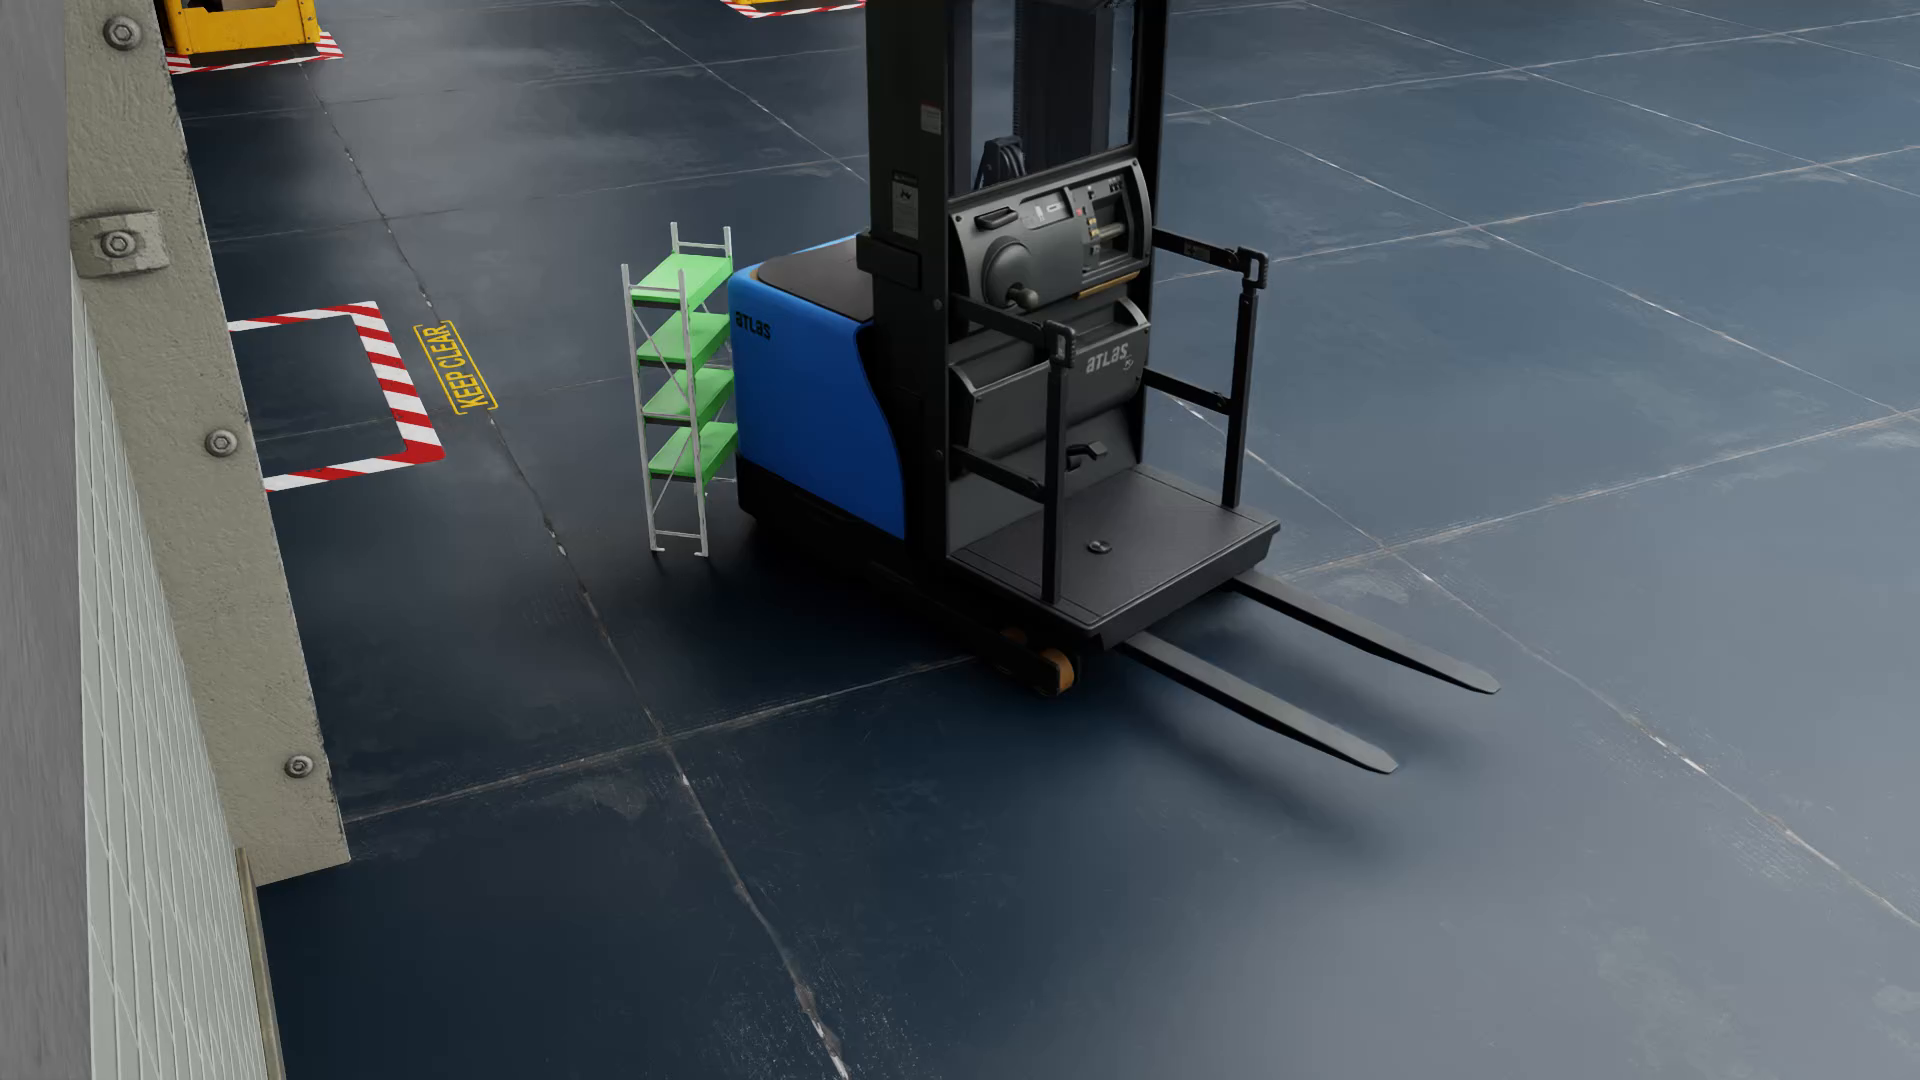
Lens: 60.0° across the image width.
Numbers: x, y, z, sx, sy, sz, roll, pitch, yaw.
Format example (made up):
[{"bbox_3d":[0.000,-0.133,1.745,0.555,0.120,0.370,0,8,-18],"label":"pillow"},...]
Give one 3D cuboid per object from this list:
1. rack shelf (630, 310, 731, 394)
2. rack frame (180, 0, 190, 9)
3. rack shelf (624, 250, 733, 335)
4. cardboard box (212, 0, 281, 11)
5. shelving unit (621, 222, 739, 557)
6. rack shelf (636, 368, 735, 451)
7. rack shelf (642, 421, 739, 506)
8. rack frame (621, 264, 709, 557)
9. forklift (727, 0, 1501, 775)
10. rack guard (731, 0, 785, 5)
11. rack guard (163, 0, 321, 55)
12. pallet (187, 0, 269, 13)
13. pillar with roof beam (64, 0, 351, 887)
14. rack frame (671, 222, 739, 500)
[{"bbox_3d":[-1.069,-0.743,6.489,0.258,0.148,0.480,6,30,11],"label":"rack shelf"},{"bbox_3d":[-6.134,-5.568,13.612,1.000,3.000,0.127,-13,32,-22],"label":"rack frame"},{"bbox_3d":[-1.069,-0.953,6.371,0.258,0.148,0.480,6,30,11],"label":"rack shelf"},{"bbox_3d":[-6.350,-4.911,14.741,0.500,0.311,0.500,-17,33,-28],"label":"cardboard box"},{"bbox_3d":[-1.069,-0.590,6.575,0.258,1.200,0.503,6,30,11],"label":"shelving unit"},{"bbox_3d":[-1.069,-0.534,6.606,0.258,0.148,0.480,6,30,11],"label":"rack shelf"},{"bbox_3d":[-1.069,-0.325,6.724,0.258,0.148,0.480,6,30,11],"label":"rack shelf"},{"bbox_3d":[-1.123,-0.473,6.367,0.240,1.200,0.015,6,30,11],"label":"rack frame"},{"bbox_3d":[0.476,-1.020,5.572,1.130,2.935,3.031,-26,38,-38],"label":"forklift"},{"bbox_3d":[-1.651,-5.509,16.062,1.175,0.500,0.348,-13,32,-22],"label":"rack guard"},{"bbox_3d":[-6.167,-4.511,14.283,1.175,0.500,0.348,-13,32,-22],"label":"rack guard"},{"bbox_3d":[-6.483,-4.751,15.007,1.003,0.211,1.213,-13,32,-22],"label":"pallet"},{"bbox_3d":[1.824,-3.915,4.531,9.100,9.000,0.400,-13,32,-22],"label":"pillar with roof beam"},{"bbox_3d":[-1.014,-0.706,6.782,0.240,1.200,0.015,6,30,11],"label":"rack frame"}]
